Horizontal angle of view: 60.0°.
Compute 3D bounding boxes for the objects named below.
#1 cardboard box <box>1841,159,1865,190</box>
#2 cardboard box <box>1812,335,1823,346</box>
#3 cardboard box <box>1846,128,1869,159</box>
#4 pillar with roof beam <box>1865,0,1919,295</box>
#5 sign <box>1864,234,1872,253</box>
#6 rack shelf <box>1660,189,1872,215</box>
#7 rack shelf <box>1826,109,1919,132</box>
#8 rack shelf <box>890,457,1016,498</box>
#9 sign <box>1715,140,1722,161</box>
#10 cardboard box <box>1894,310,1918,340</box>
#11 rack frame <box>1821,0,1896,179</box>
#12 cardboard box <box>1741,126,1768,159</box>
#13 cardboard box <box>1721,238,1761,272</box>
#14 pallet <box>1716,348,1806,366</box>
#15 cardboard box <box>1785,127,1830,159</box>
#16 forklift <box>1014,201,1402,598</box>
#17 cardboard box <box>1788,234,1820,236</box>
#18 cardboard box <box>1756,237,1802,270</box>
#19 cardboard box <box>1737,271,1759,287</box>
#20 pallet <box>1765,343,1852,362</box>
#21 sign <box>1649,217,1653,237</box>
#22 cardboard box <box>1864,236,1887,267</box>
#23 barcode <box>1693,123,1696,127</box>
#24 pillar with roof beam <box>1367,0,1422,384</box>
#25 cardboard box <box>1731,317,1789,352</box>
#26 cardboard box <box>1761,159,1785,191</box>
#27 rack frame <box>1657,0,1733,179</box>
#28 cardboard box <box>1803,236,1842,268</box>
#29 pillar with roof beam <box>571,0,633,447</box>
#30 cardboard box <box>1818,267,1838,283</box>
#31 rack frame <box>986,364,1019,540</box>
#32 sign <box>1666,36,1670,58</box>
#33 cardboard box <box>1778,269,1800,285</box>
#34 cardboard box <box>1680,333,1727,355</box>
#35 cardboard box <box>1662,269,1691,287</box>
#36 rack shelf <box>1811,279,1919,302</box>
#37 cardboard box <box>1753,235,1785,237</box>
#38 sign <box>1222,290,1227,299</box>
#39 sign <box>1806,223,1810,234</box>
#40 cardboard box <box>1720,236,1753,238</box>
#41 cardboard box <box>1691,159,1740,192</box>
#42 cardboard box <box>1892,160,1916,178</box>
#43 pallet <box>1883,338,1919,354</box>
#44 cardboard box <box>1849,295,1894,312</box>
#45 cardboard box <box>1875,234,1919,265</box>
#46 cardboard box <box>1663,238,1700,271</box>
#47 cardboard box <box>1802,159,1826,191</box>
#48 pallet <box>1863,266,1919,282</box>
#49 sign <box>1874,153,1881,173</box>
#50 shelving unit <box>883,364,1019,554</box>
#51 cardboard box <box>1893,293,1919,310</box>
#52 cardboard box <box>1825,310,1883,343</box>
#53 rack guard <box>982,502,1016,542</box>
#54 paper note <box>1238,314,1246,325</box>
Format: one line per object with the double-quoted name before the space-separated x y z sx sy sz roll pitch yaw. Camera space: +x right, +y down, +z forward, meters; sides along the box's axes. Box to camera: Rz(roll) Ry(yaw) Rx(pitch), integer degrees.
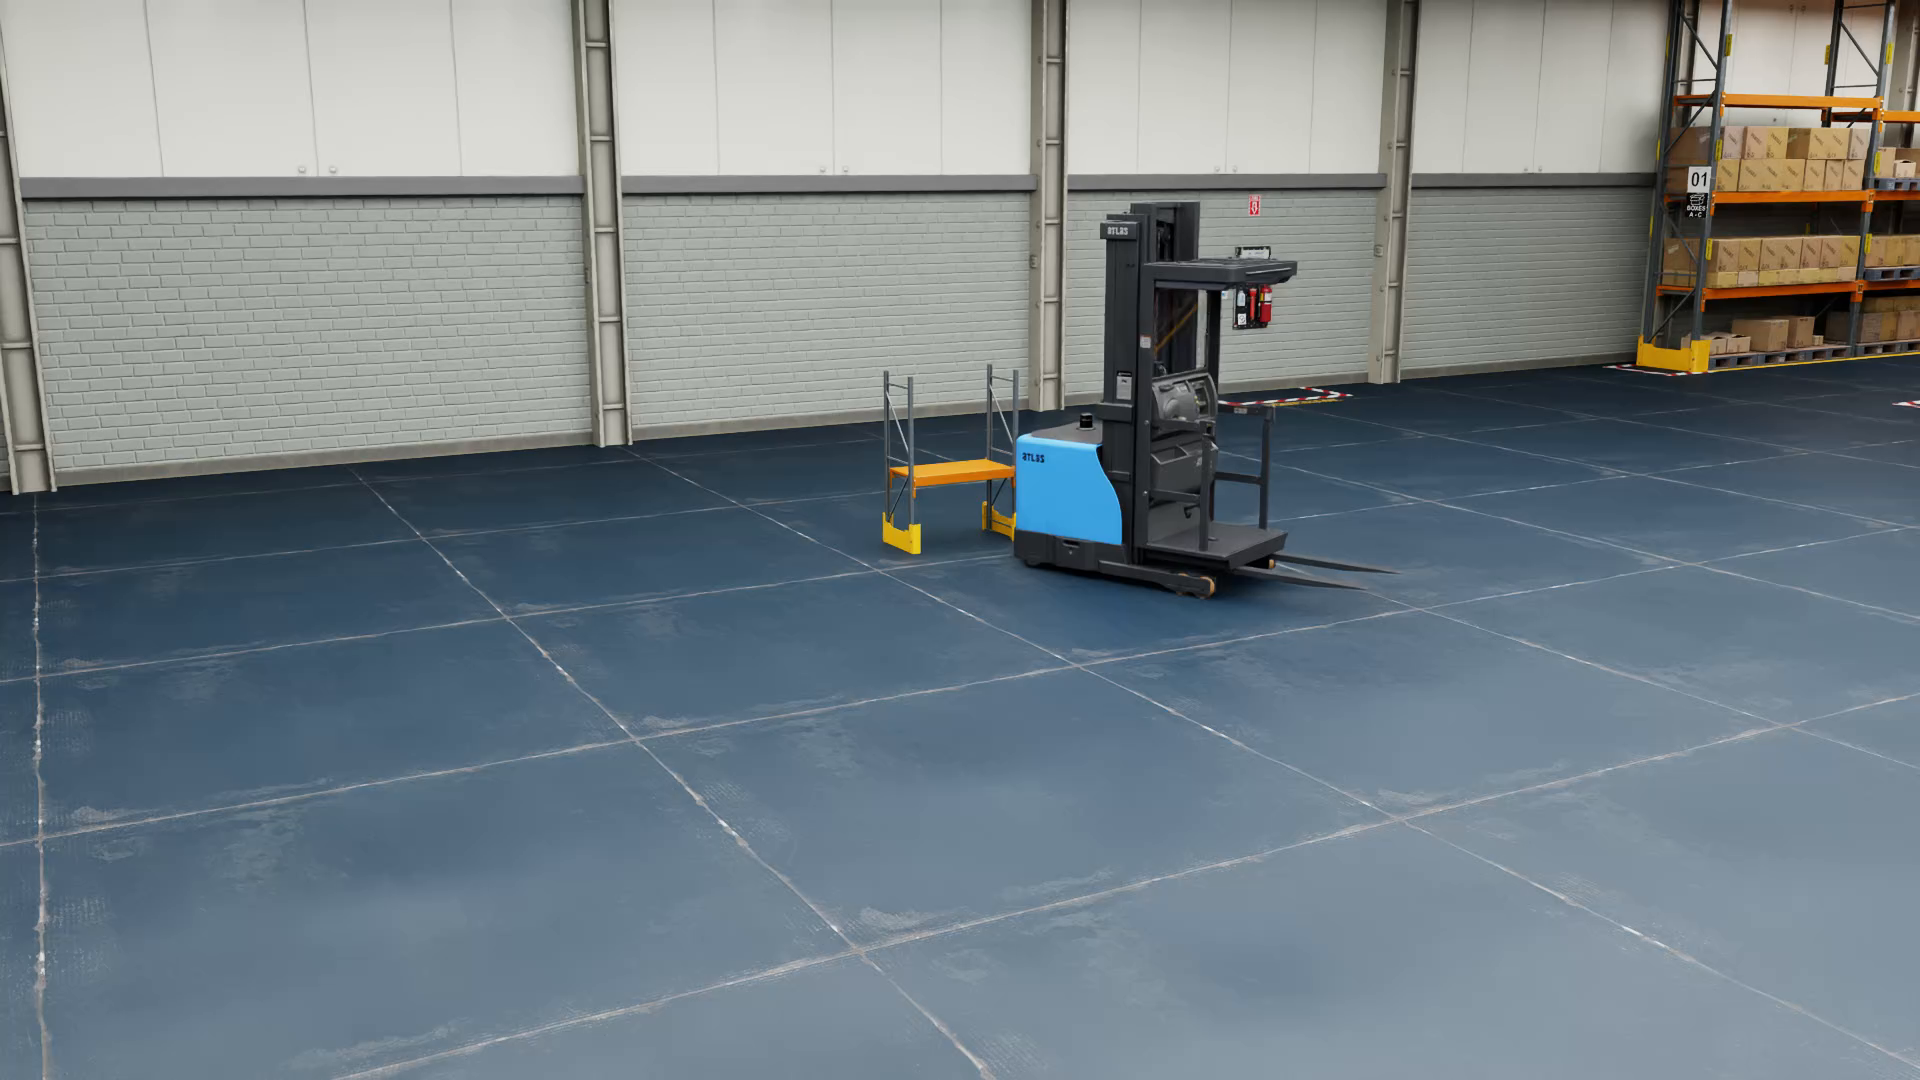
"cardboard box" 14.679 -6.092 27.742 0.500 0.500 0.500 -6 14 -26
"cardboard box" 14.551 -3.442 28.521 0.250 0.166 0.380 -9 16 -35
"cardboard box" 14.696 -6.576 27.615 0.500 0.500 0.500 -8 15 -33
"pillar with roof beam" 19.024 -7.219 26.192 0.548 9.000 9.100 -7 14 -28
"sign" 15.273 -4.990 27.978 0.005 0.325 0.100 -7 14 -28
"rack shelf" 13.251 -5.573 27.349 4.000 0.370 1.077 -7 14 -28
"rack shelf" 16.762 -7.262 28.933 4.000 0.370 1.077 -7 14 -28
"rack shelf" -0.075 -0.547 14.444 1.000 0.185 0.538 -7 14 -28
"sign" 11.755 -6.036 25.774 0.005 0.325 0.100 -7 14 -28
"cardboard box" 16.541 -3.857 29.607 0.500 0.500 0.700 -7 14 -27
"rack frame" 15.006 -7.598 27.875 0.127 3.000 1.000 -7 14 -28
"cardboard box" 12.414 -6.297 26.375 0.500 0.500 0.500 -7 14 -29
"cardboard box" 12.497 -4.595 26.784 0.500 0.500 0.500 -7 14 -28
"pallet" 13.361 -3.104 27.922 1.213 0.211 1.003 -7 14 -28
"cardboard box" 13.767 -6.459 27.097 0.500 0.500 0.500 -7 15 -30
"forklift" 1.927 -1.117 12.896 3.031 2.935 1.130 9 16 36
"cardboard box" 14.494 -4.965 28.425 0.500 0.500 0.500 -7 15 -29
"cardboard box" 13.401 -4.705 27.272 0.500 0.500 0.500 -6 14 -26
"cardboard box" 12.525 -4.235 26.889 0.500 0.250 0.500 -7 15 -30
"pallet" 14.434 -3.233 28.496 1.213 0.211 1.003 -7 14 -28
"sign" 11.247 -5.079 26.987 0.005 0.325 0.100 -7 14 -28
"cardboard box" 15.469 -4.982 28.683 0.500 0.500 0.700 -7 14 -28
"barcode" 11.879 -6.714 26.908 0.075 0.075 0.001 -7 14 -28
"pillar with roof beam" 8.492 -5.957 20.582 0.400 9.000 9.100 -7 14 -28
"cardboard box" 13.314 -3.429 27.703 0.500 0.500 0.700 -8 15 -31
"cardboard box" 12.851 -5.864 26.730 0.500 0.500 0.500 -6 14 -25
"rack frame" 11.495 -7.177 26.005 0.127 3.000 1.000 -7 14 -28
"cardboard box" 14.304 -4.811 27.742 0.500 0.500 0.500 -7 14 -28
"pillar with roof beam" -2.041 -4.694 14.973 0.400 9.000 9.100 -7 14 -28
"cardboard box" 14.294 -4.449 27.841 0.500 0.250 0.500 -7 14 -28
"rack frame" 0.371 -0.776 14.642 0.032 1.500 0.500 -7 14 -28
"sign" 11.247 -7.819 26.370 0.005 0.325 0.100 -7 14 -28
"cardboard box" 13.419 -4.340 27.357 0.500 0.250 0.500 -7 14 -27
"cardboard box" 12.146 -3.209 27.157 0.500 0.311 0.500 -9 15 -34
"cardboard box" 11.813 -4.274 27.063 0.500 0.250 0.500 -7 14 -27
"rack shelf" 16.762 -4.531 29.548 4.000 0.370 1.077 -7 14 -28
"cardboard box" 13.598 -4.859 27.958 0.500 0.500 0.500 -6 14 -26
"sign" 3.707 -3.586 23.631 0.234 0.329 0.001 -7 14 -28
"sign" 14.737 -5.343 28.880 0.005 0.325 0.100 -7 14 -28
"cardboard box" 12.705 -4.750 27.471 0.500 0.500 0.500 -7 15 -29
"cardboard box" 11.909 -5.759 26.264 0.500 0.500 0.500 -6 14 -26
"cardboard box" 16.065 -6.403 28.643 0.500 0.311 0.500 -6 14 -26
"pallet" 16.761 -3.522 29.779 1.213 0.211 1.003 -7 14 -28
"cardboard box" 16.029 -4.160 29.245 0.500 0.250 0.500 -7 15 -29
"cardboard box" 16.526 -5.114 29.273 0.500 0.500 0.700 -5 14 -20
"cardboard box" 11.807 -4.643 26.998 0.500 0.500 0.500 -7 14 -28
"cardboard box" 13.763 -5.976 27.227 0.500 0.500 0.500 -7 15 -30
"pallet" 15.747 -4.630 28.788 1.213 0.211 1.003 -7 14 -28
"sign" 15.273 -6.283 27.687 0.005 0.325 0.100 -7 14 -28
"shelving unit" -0.067 -0.724 14.409 1.083 1.500 0.587 -7 14 -28
"cardboard box" 16.931 -4.264 29.709 0.500 0.250 0.500 -7 14 -28
"cardboard box" 15.644 -3.747 29.118 0.500 0.500 0.700 -6 14 -26
"rack guard" 0.370 -0.166 14.779 0.087 0.250 0.587 -7 14 -28
"paper note" 4.053 -3.172 23.878 0.142 0.148 0.016 -7 14 -28
